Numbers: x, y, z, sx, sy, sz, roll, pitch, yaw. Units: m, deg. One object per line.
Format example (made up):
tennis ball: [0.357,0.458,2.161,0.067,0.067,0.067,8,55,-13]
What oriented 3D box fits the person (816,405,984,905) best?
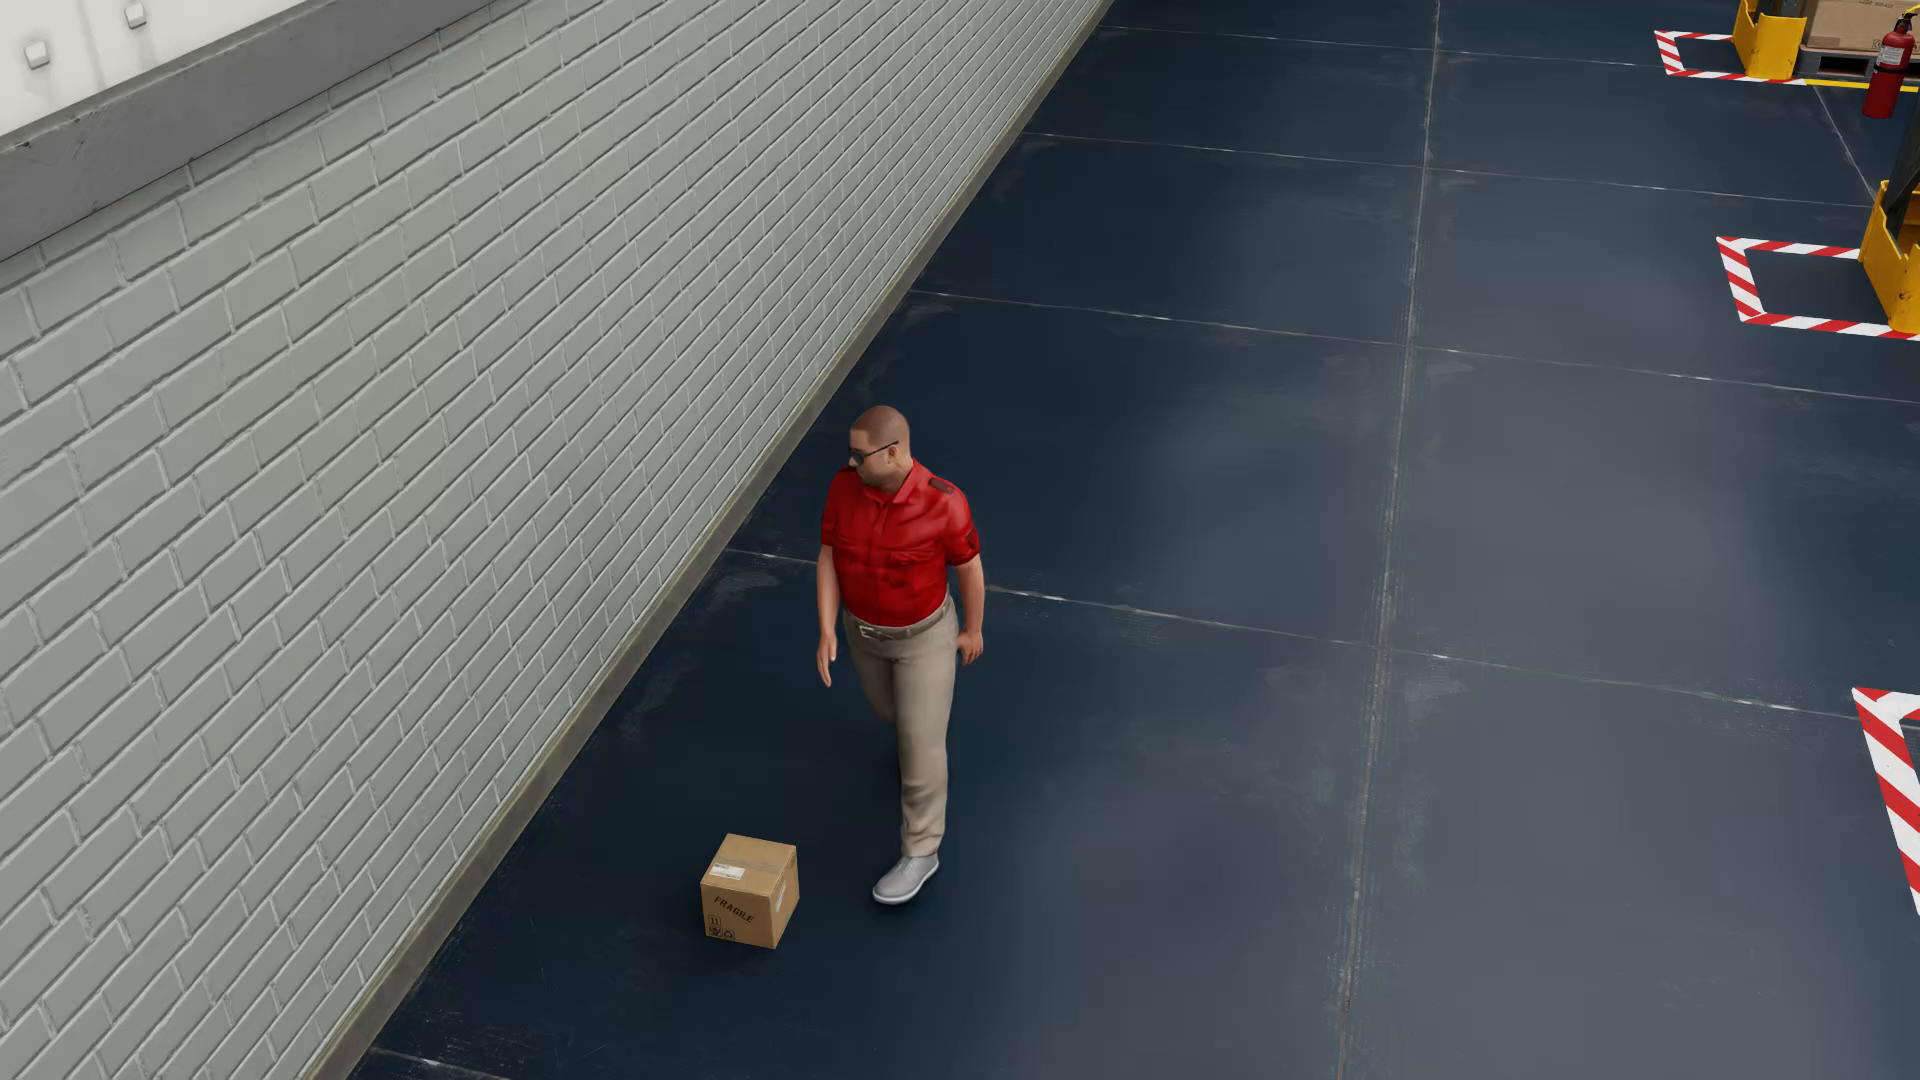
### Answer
person: [-0.230,0.319,5.674,0.546,1.679,0.909,15,36,22]
